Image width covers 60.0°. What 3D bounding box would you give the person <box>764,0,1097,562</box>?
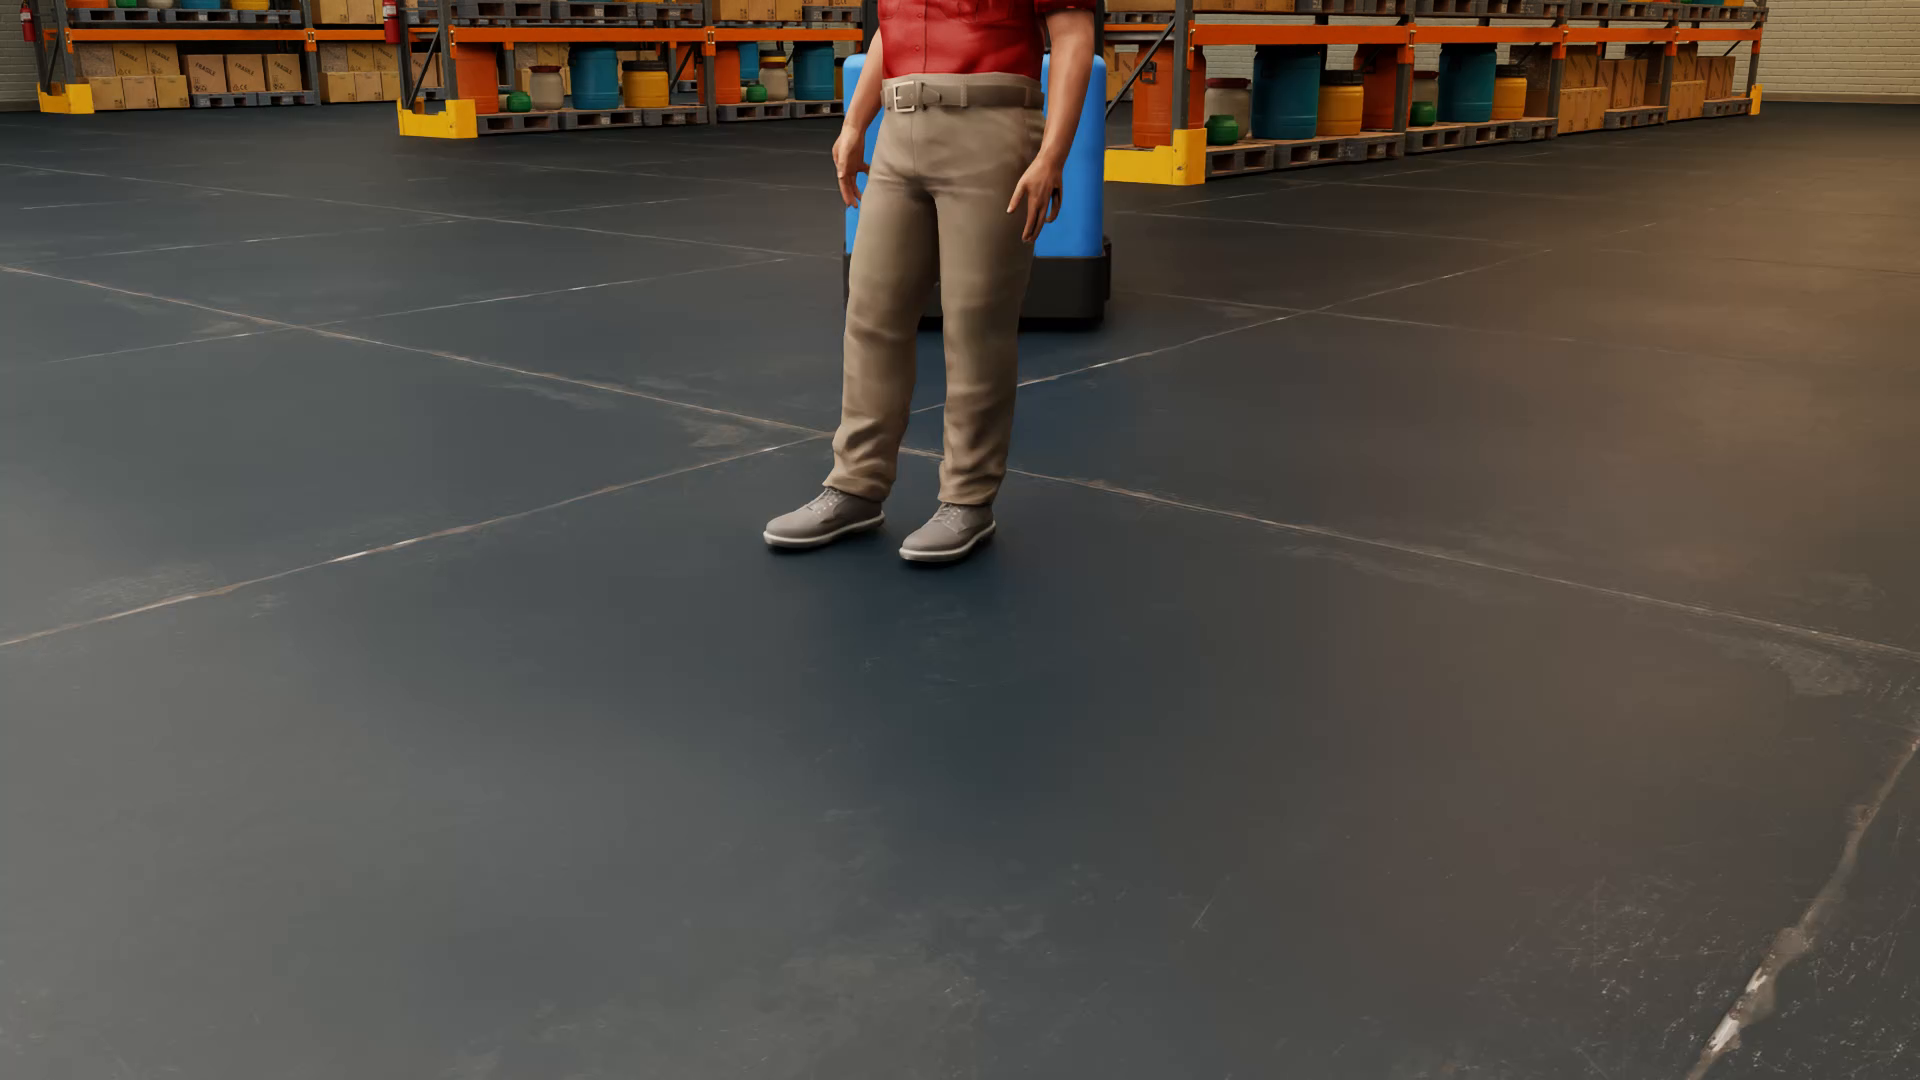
[{"bbox_3d":[-0.066,-0.817,3.629,0.641,1.728,0.550,13,21,37],"label":"person"}]

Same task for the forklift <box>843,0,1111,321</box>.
[{"bbox_3d":[0.115,-2.657,7.648,1.130,2.935,3.031,1,17,2],"label":"forklift"}]
